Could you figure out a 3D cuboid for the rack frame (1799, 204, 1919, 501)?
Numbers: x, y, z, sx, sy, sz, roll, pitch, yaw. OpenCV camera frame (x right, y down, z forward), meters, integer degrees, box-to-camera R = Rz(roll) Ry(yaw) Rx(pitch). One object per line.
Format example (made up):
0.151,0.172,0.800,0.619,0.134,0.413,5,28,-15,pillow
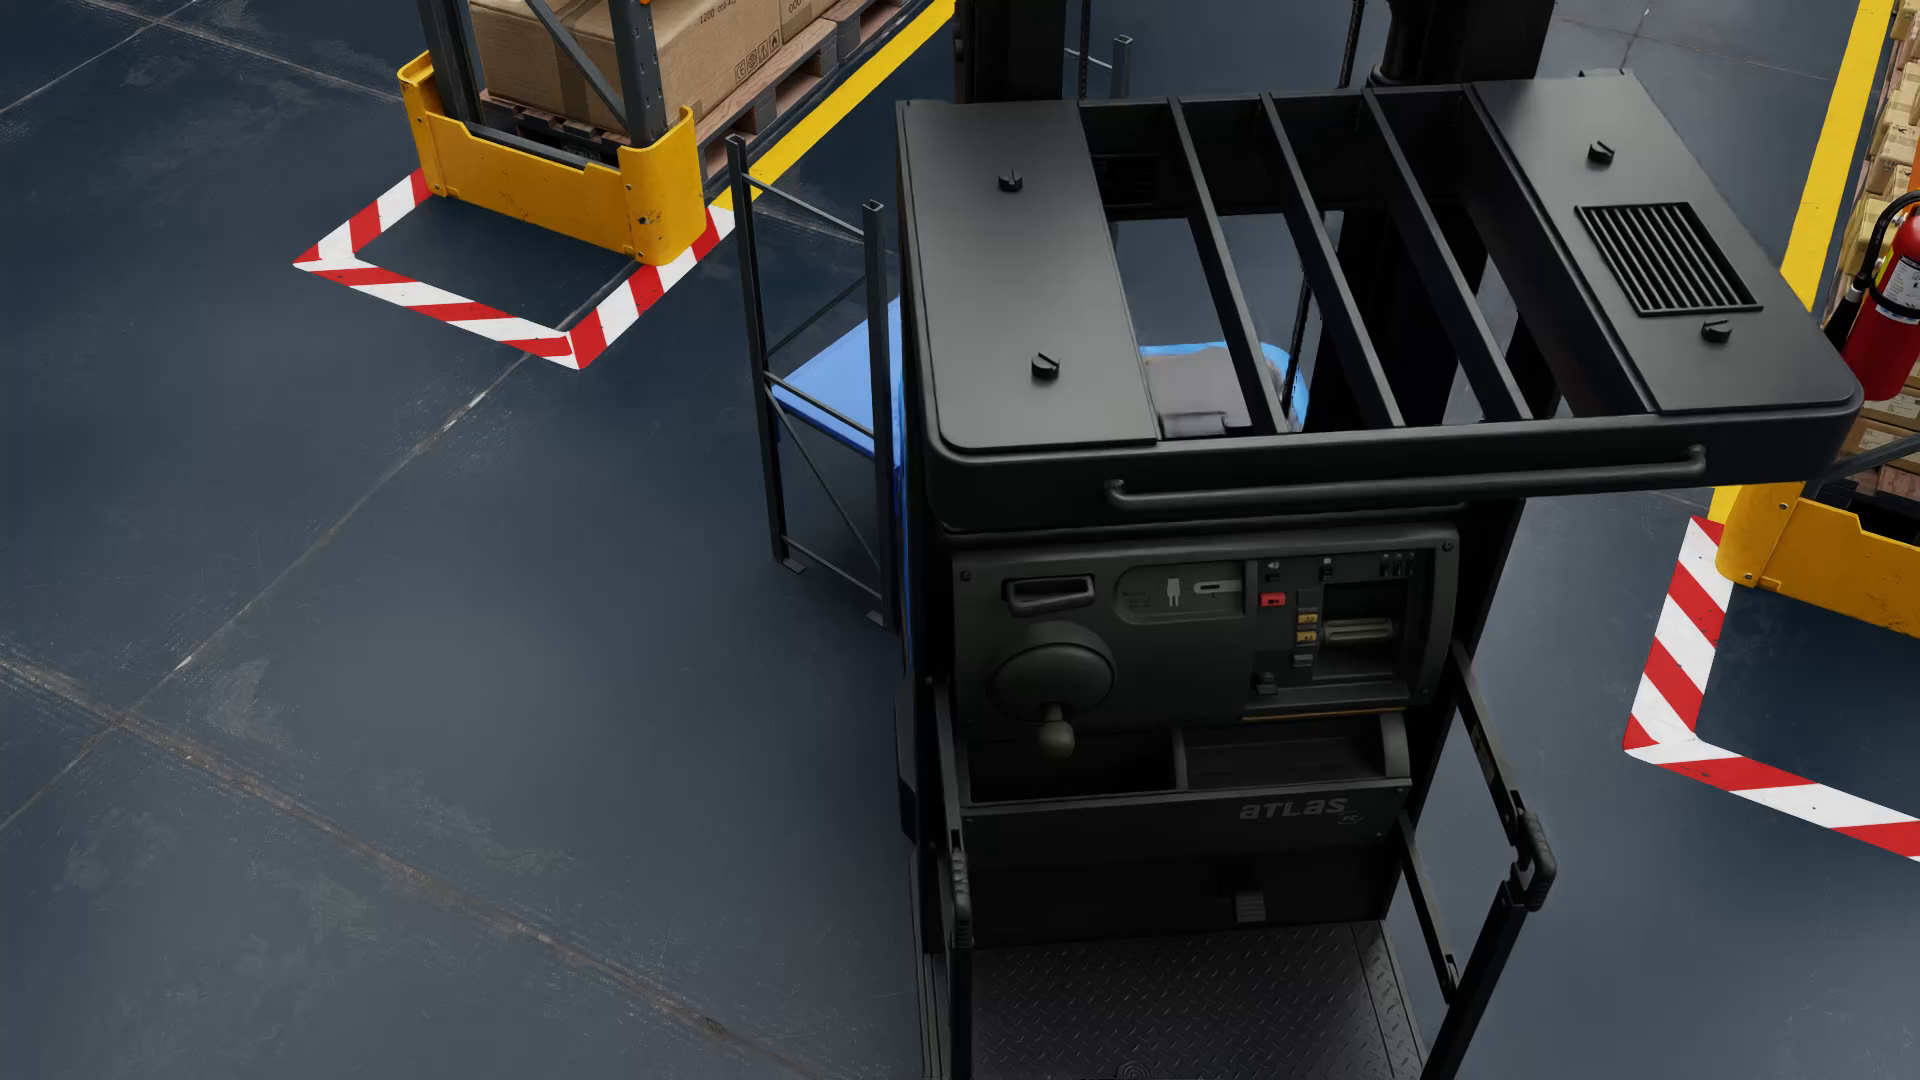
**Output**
2.887,-0.815,3.946,1.000,3.000,0.127,20,49,19,rack frame

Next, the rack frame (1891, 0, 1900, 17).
4.744,-3.335,6.437,1.000,3.000,0.127,20,49,19,rack frame

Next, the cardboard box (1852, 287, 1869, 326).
3.049,-0.638,5.272,0.380,0.149,0.250,19,48,18,cardboard box

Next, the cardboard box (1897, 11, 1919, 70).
4.098,-2.015,6.842,0.380,0.149,0.250,20,49,19,cardboard box

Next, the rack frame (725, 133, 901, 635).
-0.381,-0.365,4.556,0.500,1.500,0.032,30,53,26,rack frame

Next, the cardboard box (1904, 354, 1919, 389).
2.909,-0.586,5.012,0.380,0.149,0.250,21,49,19,cardboard box

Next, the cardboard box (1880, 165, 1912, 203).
3.260,-1.073,5.492,0.380,0.149,0.250,19,48,18,cardboard box

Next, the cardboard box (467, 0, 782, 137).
-1.326,-2.081,6.704,0.875,0.438,0.875,19,48,18,cardboard box

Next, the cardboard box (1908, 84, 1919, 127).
3.653,-1.565,5.978,0.380,0.149,0.250,21,49,19,cardboard box

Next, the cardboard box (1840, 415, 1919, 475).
2.947,-0.361,5.207,0.380,0.149,0.250,21,49,20,cardboard box

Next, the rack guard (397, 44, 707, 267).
-1.555,-1.492,6.373,1.175,0.500,0.348,20,49,19,rack guard

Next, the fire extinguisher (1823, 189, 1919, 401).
2.362,-0.650,4.100,0.296,0.674,0.183,20,49,19,fire extinguisher

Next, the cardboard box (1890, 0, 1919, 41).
4.167,-2.189,7.014,0.380,0.149,0.250,22,49,20,cardboard box

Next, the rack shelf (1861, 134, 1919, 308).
3.816,-1.822,5.447,1.077,0.370,4.000,20,49,19,rack shelf

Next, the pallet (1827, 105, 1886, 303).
3.899,-1.148,6.236,1.003,0.211,1.213,20,49,19,pallet

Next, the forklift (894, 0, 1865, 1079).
0.471,0.279,2.913,1.130,2.935,3.031,-3,45,-3,forklift

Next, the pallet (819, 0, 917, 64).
-0.675,-2.700,7.770,1.003,0.211,1.213,20,49,19,pallet

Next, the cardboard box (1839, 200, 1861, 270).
3.342,-1.035,5.873,0.380,0.149,0.250,18,48,17,cardboard box

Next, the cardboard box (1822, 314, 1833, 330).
2.977,-0.556,5.400,0.380,0.149,0.250,22,49,20,cardboard box

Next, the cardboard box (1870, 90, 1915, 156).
3.587,-1.488,6.112,0.380,0.149,0.250,21,49,19,cardboard box

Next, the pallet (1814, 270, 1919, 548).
3.331,-0.382,5.480,1.003,0.211,1.213,20,49,19,pallet

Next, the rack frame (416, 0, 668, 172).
-1.544,-2.385,5.499,1.000,3.000,0.127,20,49,19,rack frame

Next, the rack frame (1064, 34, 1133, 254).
0.264,-0.924,5.109,0.500,1.500,0.032,30,53,26,rack frame

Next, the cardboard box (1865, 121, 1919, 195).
3.336,-1.261,5.678,0.380,0.149,0.250,22,49,20,cardboard box

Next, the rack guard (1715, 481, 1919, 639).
2.923,0.016,4.883,1.175,0.500,0.348,20,49,19,rack guard

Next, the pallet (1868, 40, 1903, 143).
4.464,-1.920,6.999,1.003,0.211,1.213,20,49,19,pallet

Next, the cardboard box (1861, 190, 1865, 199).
3.486,-1.201,6.037,0.380,0.149,0.250,21,49,20,cardboard box

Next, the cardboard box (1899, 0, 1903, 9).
4.291,-2.357,7.179,0.380,0.149,0.250,18,48,17,cardboard box

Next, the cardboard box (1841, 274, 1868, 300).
3.119,-0.819,5.451,0.380,0.149,0.250,19,48,17,cardboard box

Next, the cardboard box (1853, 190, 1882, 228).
3.348,-1.150,5.778,0.380,0.149,0.250,21,49,20,cardboard box

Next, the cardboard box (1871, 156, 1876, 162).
3.724,-1.526,6.358,0.380,0.149,0.250,19,48,18,cardboard box

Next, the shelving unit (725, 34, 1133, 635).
-0.059,-0.645,4.833,0.538,1.500,1.048,30,53,26,shelving unit

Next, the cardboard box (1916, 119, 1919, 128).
3.556,-1.390,5.806,0.380,0.149,0.250,19,48,18,cardboard box

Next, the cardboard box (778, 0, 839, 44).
-0.909,-2.660,7.277,0.875,0.438,0.875,22,49,20,cardboard box

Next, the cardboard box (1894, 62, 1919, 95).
3.724,-1.635,6.257,0.380,0.149,0.250,20,49,19,cardboard box

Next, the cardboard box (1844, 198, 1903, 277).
3.084,-0.931,5.352,0.380,0.149,0.250,19,48,18,cardboard box

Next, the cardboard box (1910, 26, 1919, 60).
3.855,-1.906,6.315,0.380,0.149,0.250,21,49,20,cardboard box

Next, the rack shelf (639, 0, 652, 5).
-0.615,-3.392,7.000,1.077,0.370,4.000,20,49,19,rack shelf

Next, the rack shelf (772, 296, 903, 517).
-0.059,-0.518,4.961,0.538,0.185,1.000,30,53,26,rack shelf

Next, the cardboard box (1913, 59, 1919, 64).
4.024,-1.839,6.668,0.380,0.149,0.250,19,48,18,cardboard box

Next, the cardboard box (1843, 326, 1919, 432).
2.880,-0.491,5.127,0.380,0.149,0.250,19,48,18,cardboard box

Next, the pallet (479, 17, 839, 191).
-1.242,-1.935,7.014,1.003,0.211,1.213,20,49,19,pallet
